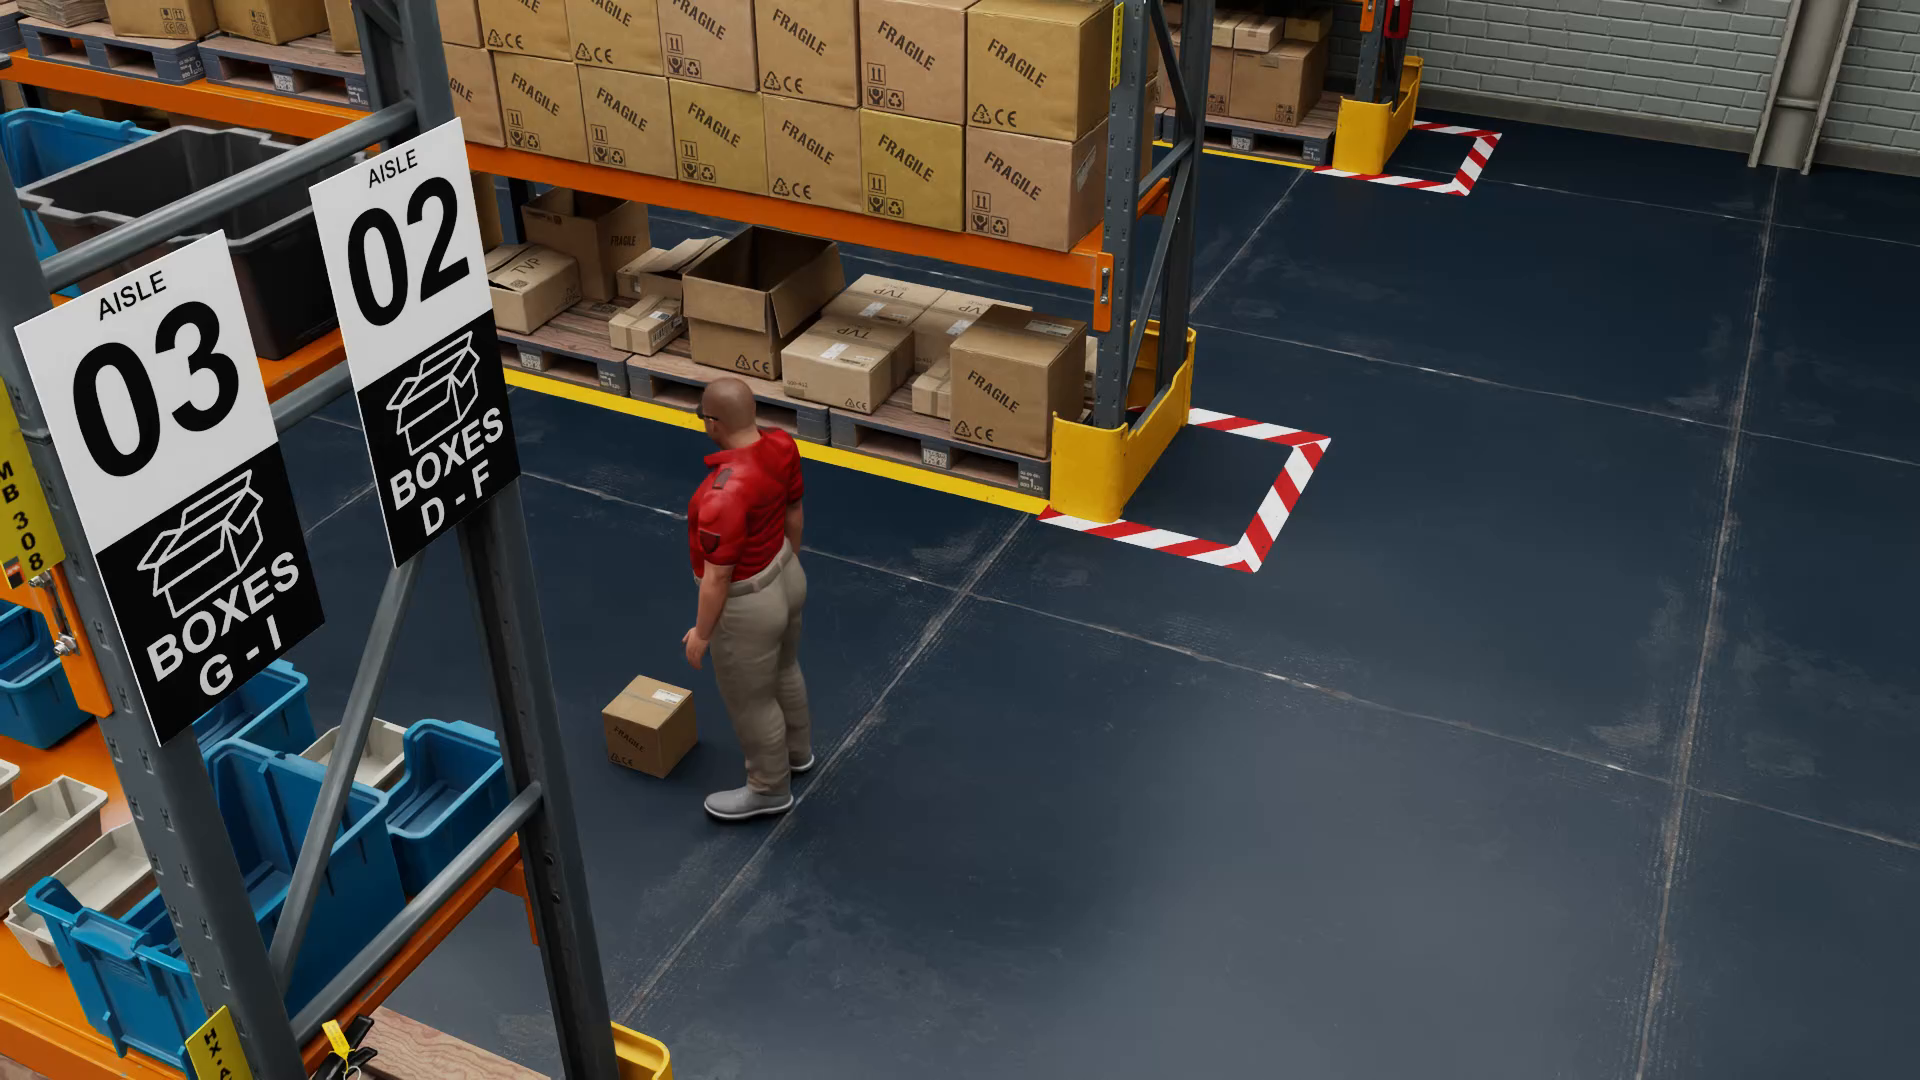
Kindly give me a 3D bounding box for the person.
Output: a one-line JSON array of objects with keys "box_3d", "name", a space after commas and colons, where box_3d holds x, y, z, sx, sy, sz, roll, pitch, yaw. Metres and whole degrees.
[{"box_3d": [-0.745, 0.208, 5.811, 0.364, 1.731, 0.559, 11, 35, 15], "name": "person"}]
